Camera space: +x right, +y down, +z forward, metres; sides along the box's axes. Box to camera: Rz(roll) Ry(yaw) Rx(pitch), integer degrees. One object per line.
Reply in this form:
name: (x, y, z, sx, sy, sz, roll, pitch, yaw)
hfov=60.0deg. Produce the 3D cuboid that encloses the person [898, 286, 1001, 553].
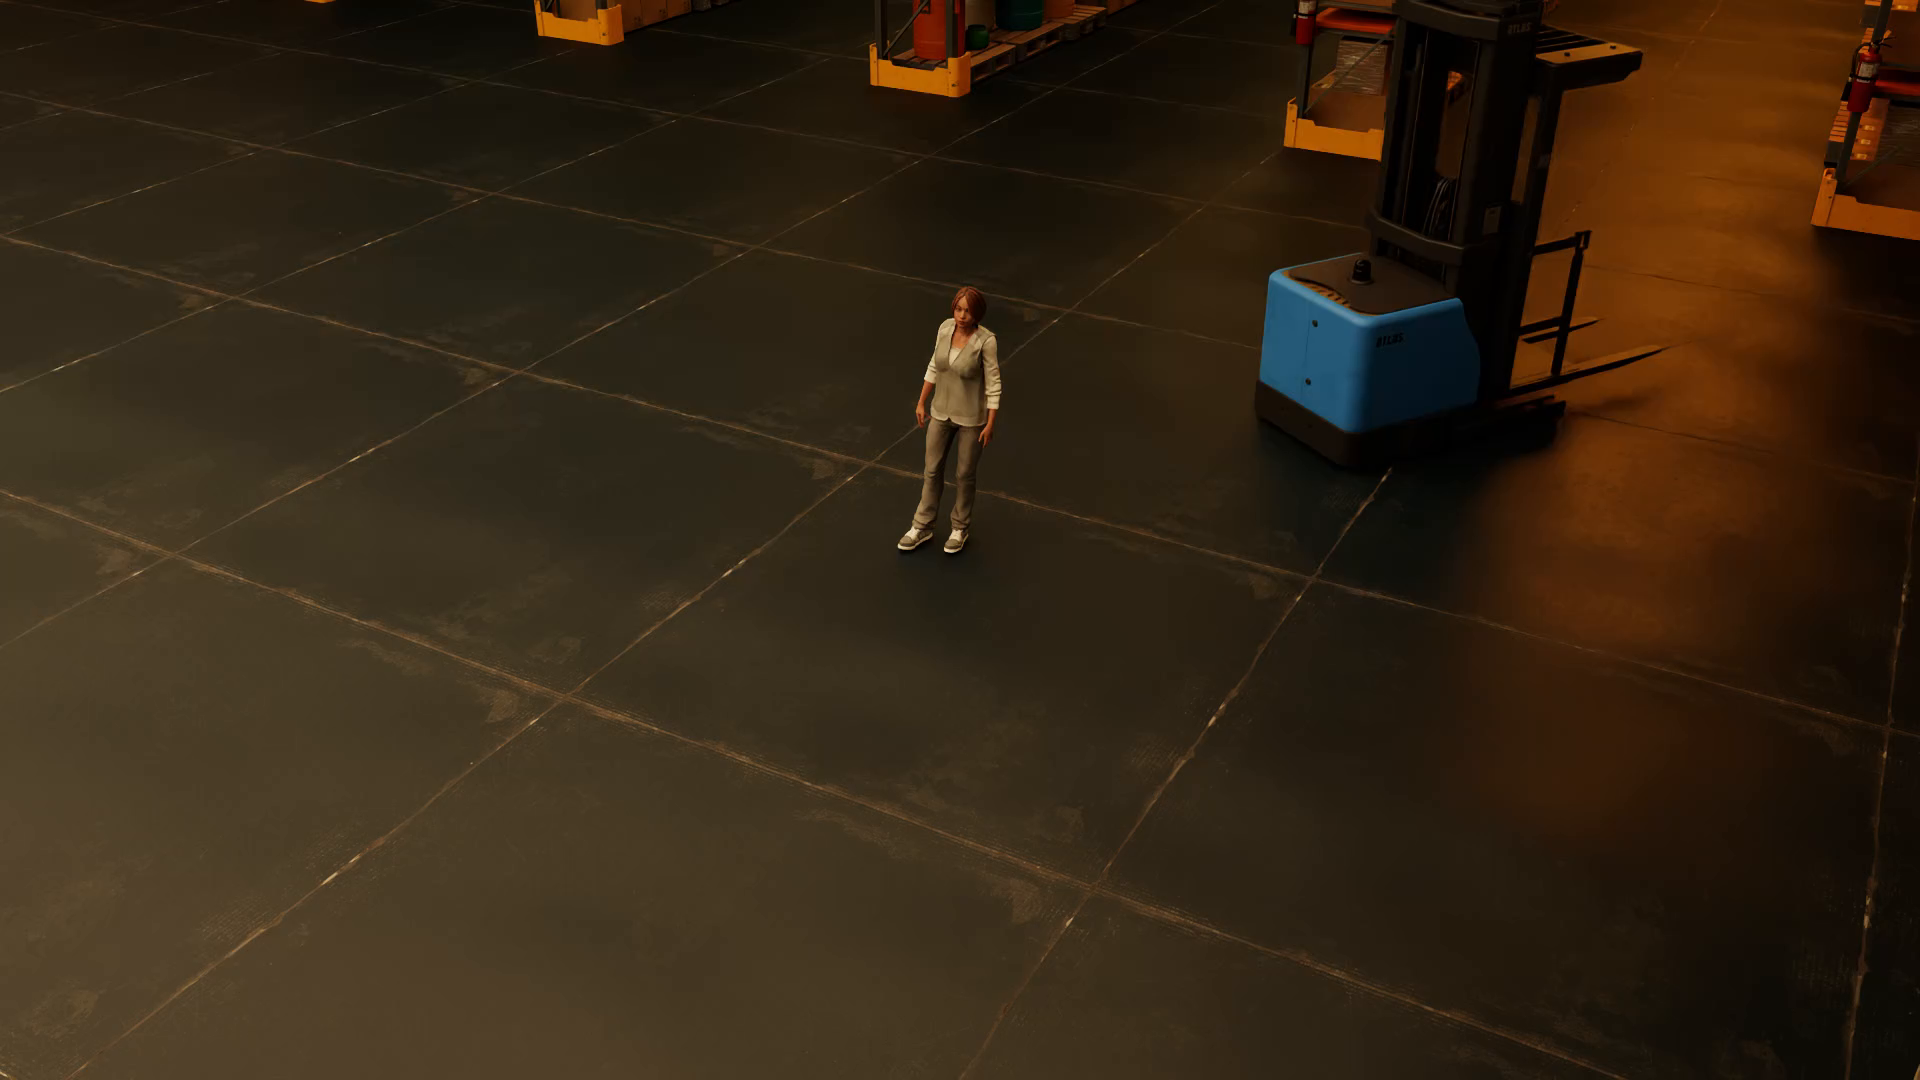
person: (-0.049, -0.663, 9.553, 0.520, 1.585, 0.473, 15, 33, 25)

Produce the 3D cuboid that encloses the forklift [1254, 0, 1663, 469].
forklift: (3.560, -2.243, 10.957, 3.031, 2.935, 1.130, -15, 33, -24)
